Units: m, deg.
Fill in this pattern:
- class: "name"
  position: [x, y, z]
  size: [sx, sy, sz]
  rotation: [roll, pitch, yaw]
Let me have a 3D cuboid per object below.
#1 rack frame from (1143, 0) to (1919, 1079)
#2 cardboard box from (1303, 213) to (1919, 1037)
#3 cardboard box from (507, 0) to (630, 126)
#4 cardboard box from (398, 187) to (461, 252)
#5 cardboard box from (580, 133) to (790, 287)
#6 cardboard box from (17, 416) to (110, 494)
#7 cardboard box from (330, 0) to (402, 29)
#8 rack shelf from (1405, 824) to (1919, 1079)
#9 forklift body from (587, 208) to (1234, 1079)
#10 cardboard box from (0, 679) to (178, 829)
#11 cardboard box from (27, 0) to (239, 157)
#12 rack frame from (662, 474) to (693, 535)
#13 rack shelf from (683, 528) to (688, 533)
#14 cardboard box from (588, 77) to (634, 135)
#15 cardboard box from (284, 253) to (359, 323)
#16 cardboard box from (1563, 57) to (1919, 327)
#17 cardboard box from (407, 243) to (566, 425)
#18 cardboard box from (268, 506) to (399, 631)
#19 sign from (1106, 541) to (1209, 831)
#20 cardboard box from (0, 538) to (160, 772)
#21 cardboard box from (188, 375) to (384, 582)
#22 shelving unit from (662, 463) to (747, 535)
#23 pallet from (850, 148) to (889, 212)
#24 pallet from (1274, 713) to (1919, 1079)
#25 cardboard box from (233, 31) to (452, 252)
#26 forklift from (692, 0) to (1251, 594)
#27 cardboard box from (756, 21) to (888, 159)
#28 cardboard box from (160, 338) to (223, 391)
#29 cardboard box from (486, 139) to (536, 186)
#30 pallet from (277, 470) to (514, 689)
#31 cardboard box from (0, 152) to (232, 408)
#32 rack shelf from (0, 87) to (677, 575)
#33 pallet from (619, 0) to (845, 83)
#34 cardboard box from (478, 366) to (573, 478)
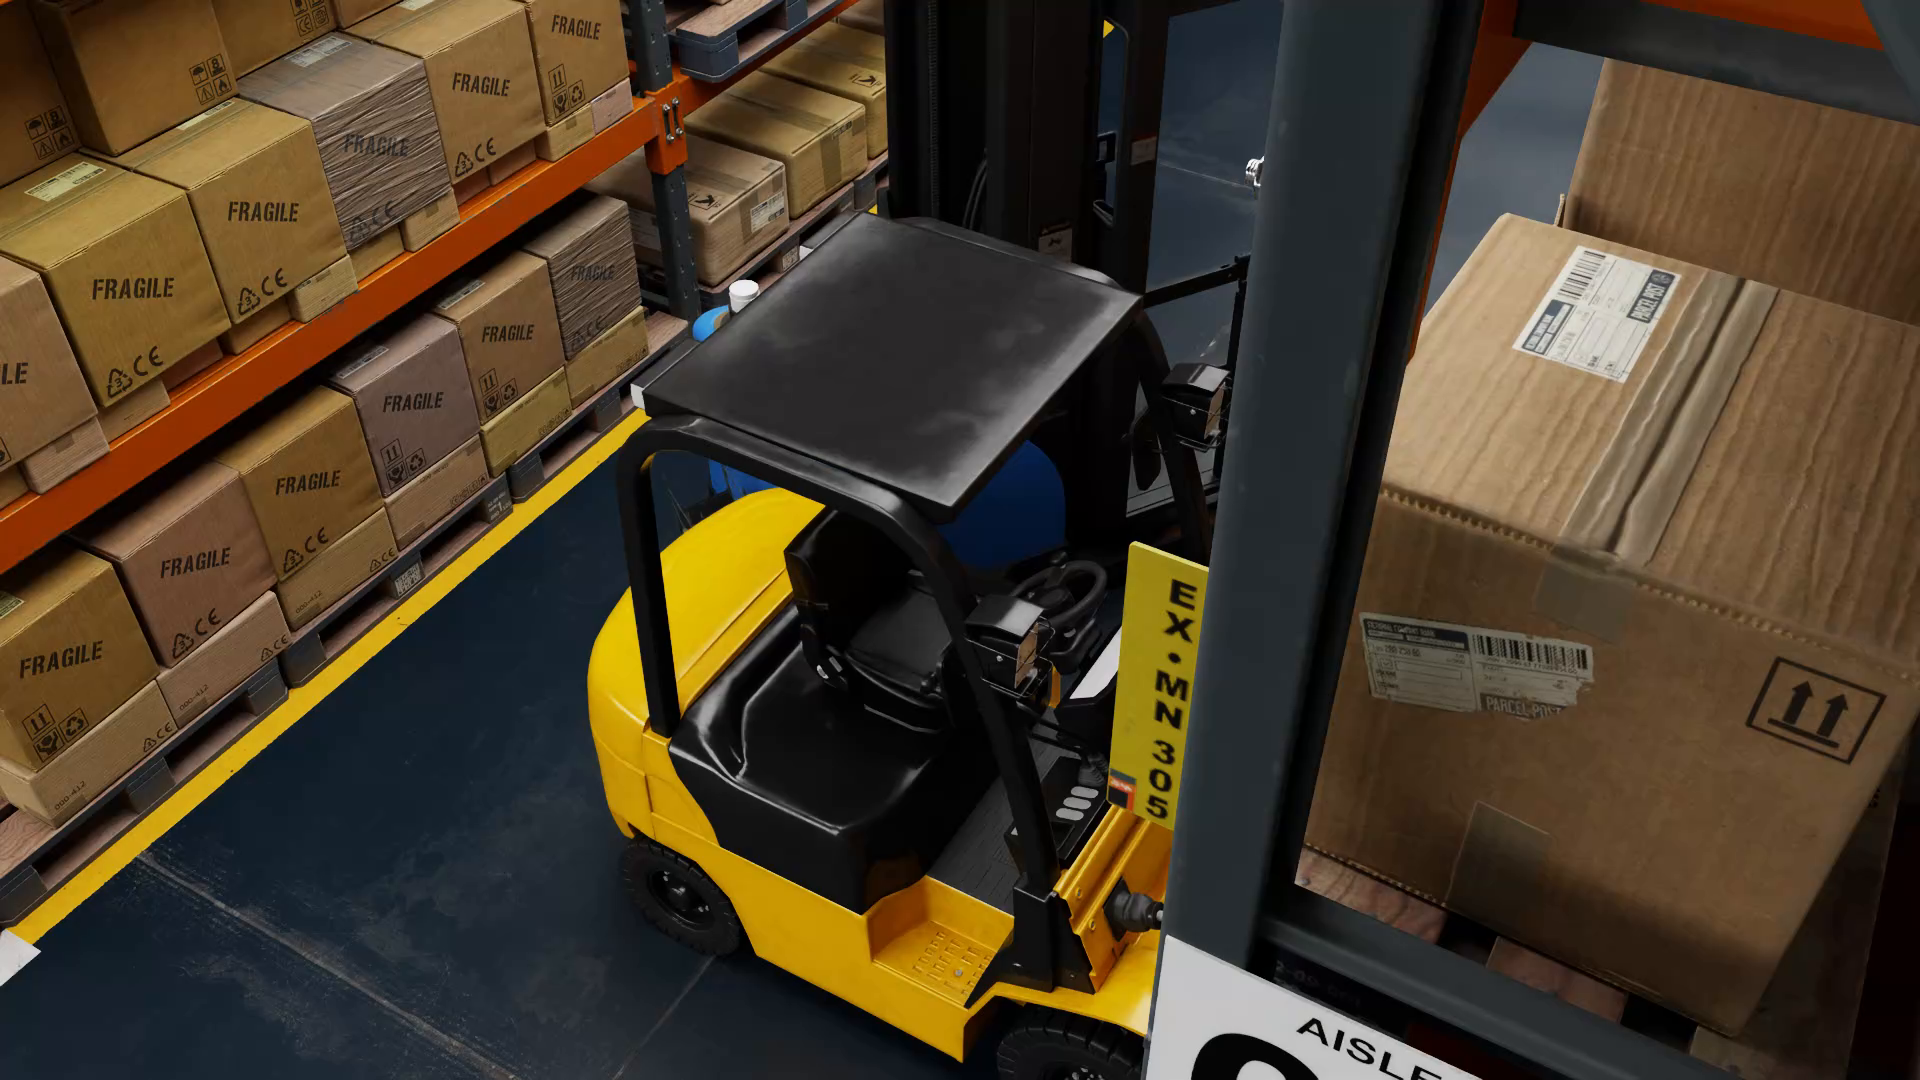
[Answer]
- class: "rack frame"
  position: [0.645, -0.496, 0.504]
  size: [1.000, 3.000, 0.127]
  rotation: [21, 45, 22]
- class: "cardboard box"
  position: [0.655, 0.063, 1.670]
  size: [0.500, 0.500, 0.500]
  rotation: [22, 46, 23]
- class: "cardboard box"
  position: [-1.660, -1.985, 6.434]
  size: [0.500, 0.500, 0.500]
  rotation: [20, 45, 21]
- class: "cardboard box"
  position: [-2.055, -1.211, 6.046]
  size: [0.380, 0.149, 0.250]
  rotation: [20, 45, 21]
- class: "cardboard box"
  position: [-1.392, -1.645, 8.019]
  size: [0.950, 0.372, 0.625]
  rotation: [21, 46, 23]
- class: "cardboard box"
  position: [-2.821, -0.320, 5.034]
  size: [0.380, 0.149, 0.250]
  rotation: [22, 46, 23]
- class: "cardboard box"
  position: [-2.335, -2.232, 5.958]
  size: [0.700, 0.500, 0.500]
  rotation: [21, 46, 22]
- class: "rack shelf"
  position: [1.646, -0.245, 3.033]
  size: [1.077, 0.370, 4.000]
  rotation: [21, 45, 22]
- class: "forklift body"
  position: [0.014, 0.386, 4.685]
  size: [2.313, 2.155, 1.214]
  rotation: [21, 45, 22]
- class: "cardboard box"
  position: [-3.011, 0.620, 5.539]
  size: [0.500, 0.250, 0.500]
  rotation: [21, 45, 22]
- class: "cardboard box"
  position: [-2.792, -1.625, 5.269]
  size: [0.700, 0.500, 0.500]
  rotation: [21, 45, 22]
- class: "rack frame"
  position: [-0.906, 0.164, 5.887]
  size: [0.006, 0.900, 0.240]
  rotation: [-24, 46, -16]
- class: "rack shelf"
  position: [-0.832, 0.020, 5.812]
  size: [0.200, 0.077, 0.258]
  rotation: [-24, 46, -16]
- class: "cardboard box"
  position: [-1.550, -1.794, 6.707]
  size: [0.380, 0.149, 0.250]
  rotation: [20, 45, 22]
- class: "cardboard box"
  position: [-2.307, -0.916, 5.710]
  size: [0.380, 0.149, 0.250]
  rotation: [21, 46, 22]
- class: "cardboard box"
  position: [1.255, -0.490, 2.298]
  size: [0.700, 0.500, 0.500]
  rotation: [21, 46, 22]
- class: "cardboard box"
  position: [-1.969, -0.861, 6.653]
  size: [0.500, 0.500, 0.500]
  rotation: [22, 46, 23]
- class: "cardboard box"
  position: [-2.487, 0.014, 6.227]
  size: [0.500, 0.250, 0.500]
  rotation: [24, 47, 25]
- class: "sign"
  position: [0.182, 0.140, 1.442]
  size: [0.100, 0.325, 0.005]
  rotation: [21, 45, 22]
- class: "cardboard box"
  position: [-3.000, 0.325, 5.307]
  size: [0.500, 0.500, 0.500]
  rotation: [19, 45, 21]
- class: "cardboard box"
  position: [-2.484, -0.260, 5.971]
  size: [0.500, 0.500, 0.500]
  rotation: [22, 46, 23]
- class: "shelving unit"
  position: [-0.817, 0.123, 5.914]
  size: [0.210, 0.900, 0.258]
  rotation: [-24, 46, -16]
- class: "pallet"
  position: [-0.655, -2.273, 9.171]
  size: [1.003, 0.211, 1.213]
  rotation: [21, 45, 22]
- class: "pallet"
  position: [1.021, 0.267, 1.975]
  size: [1.003, 0.211, 1.213]
  rotation: [21, 45, 22]
- class: "cardboard box"
  position: [-2.167, -1.390, 5.758]
  size: [0.500, 0.500, 0.500]
  rotation: [22, 46, 23]
- class: "forklift"
  position: [0.555, -1.293, 6.001]
  size: [3.031, 2.935, 1.130]
  rotation: [-19, 45, -21]
- class: "cardboard box"
  position: [-0.689, -2.456, 8.940]
  size: [0.950, 0.372, 0.625]
  rotation: [22, 46, 23]
- class: "cardboard box"
  position: [-2.641, -0.650, 5.409]
  size: [0.380, 0.149, 0.250]
  rotation: [22, 46, 23]
- class: "cardboard box"
  position: [-1.867, -1.525, 6.403]
  size: [0.380, 0.149, 0.250]
  rotation: [21, 46, 22]
- class: "pallet"
  position: [-2.568, -0.030, 6.624]
  size: [1.003, 0.211, 1.213]
  rotation: [21, 45, 22]
- class: "cardboard box"
  position: [-2.667, -0.802, 5.090]
  size: [0.500, 0.500, 0.500]
  rotation: [20, 45, 21]
- class: "rack shelf"
  position: [-2.654, -0.758, 5.886]
  size: [1.077, 0.370, 4.000]
  rotation: [21, 45, 22]
- class: "pallet"
  position: [-1.144, -2.490, 7.453]
  size: [1.003, 0.211, 1.213]
  rotation: [21, 45, 22]
- class: "cardboard box"
  position: [-1.974, -0.563, 6.883]
  size: [0.500, 0.250, 0.500]
  rotation: [20, 45, 21]
